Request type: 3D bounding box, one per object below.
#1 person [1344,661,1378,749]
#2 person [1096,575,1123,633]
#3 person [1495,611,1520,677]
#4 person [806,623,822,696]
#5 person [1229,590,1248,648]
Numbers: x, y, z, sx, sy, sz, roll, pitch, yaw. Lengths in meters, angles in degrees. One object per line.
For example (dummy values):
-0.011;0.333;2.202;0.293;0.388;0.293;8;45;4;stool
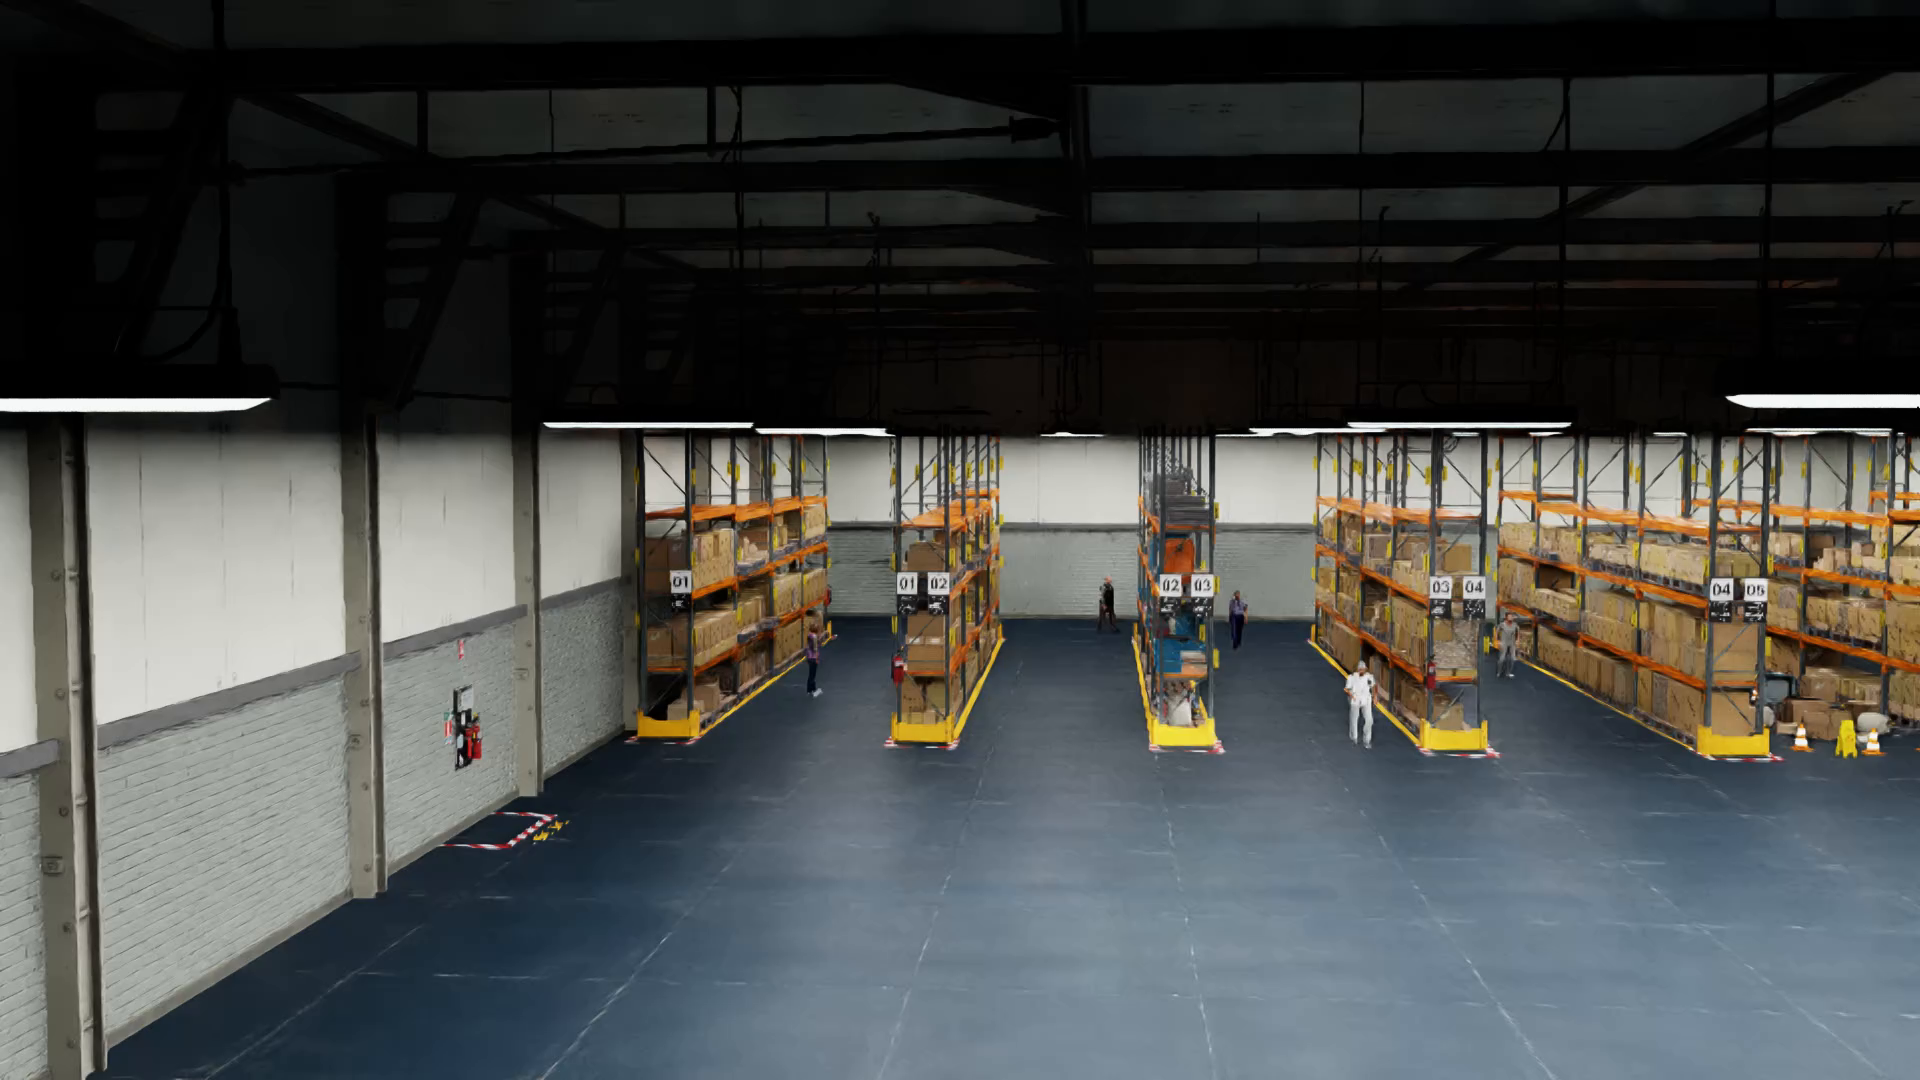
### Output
7.473;3.041;31.021;0.628;1.593;0.817;1;4;10;person
4.362;1.881;48.887;0.565;1.711;0.737;3;5;43;person
13.110;2.496;39.851;0.580;1.617;0.503;0;3;3;person
-3.237;2.651;37.094;0.419;1.603;0.504;-1;4;-22;person
7.635;2.148;45.627;0.493;1.589;1.000;0;3;4;person
